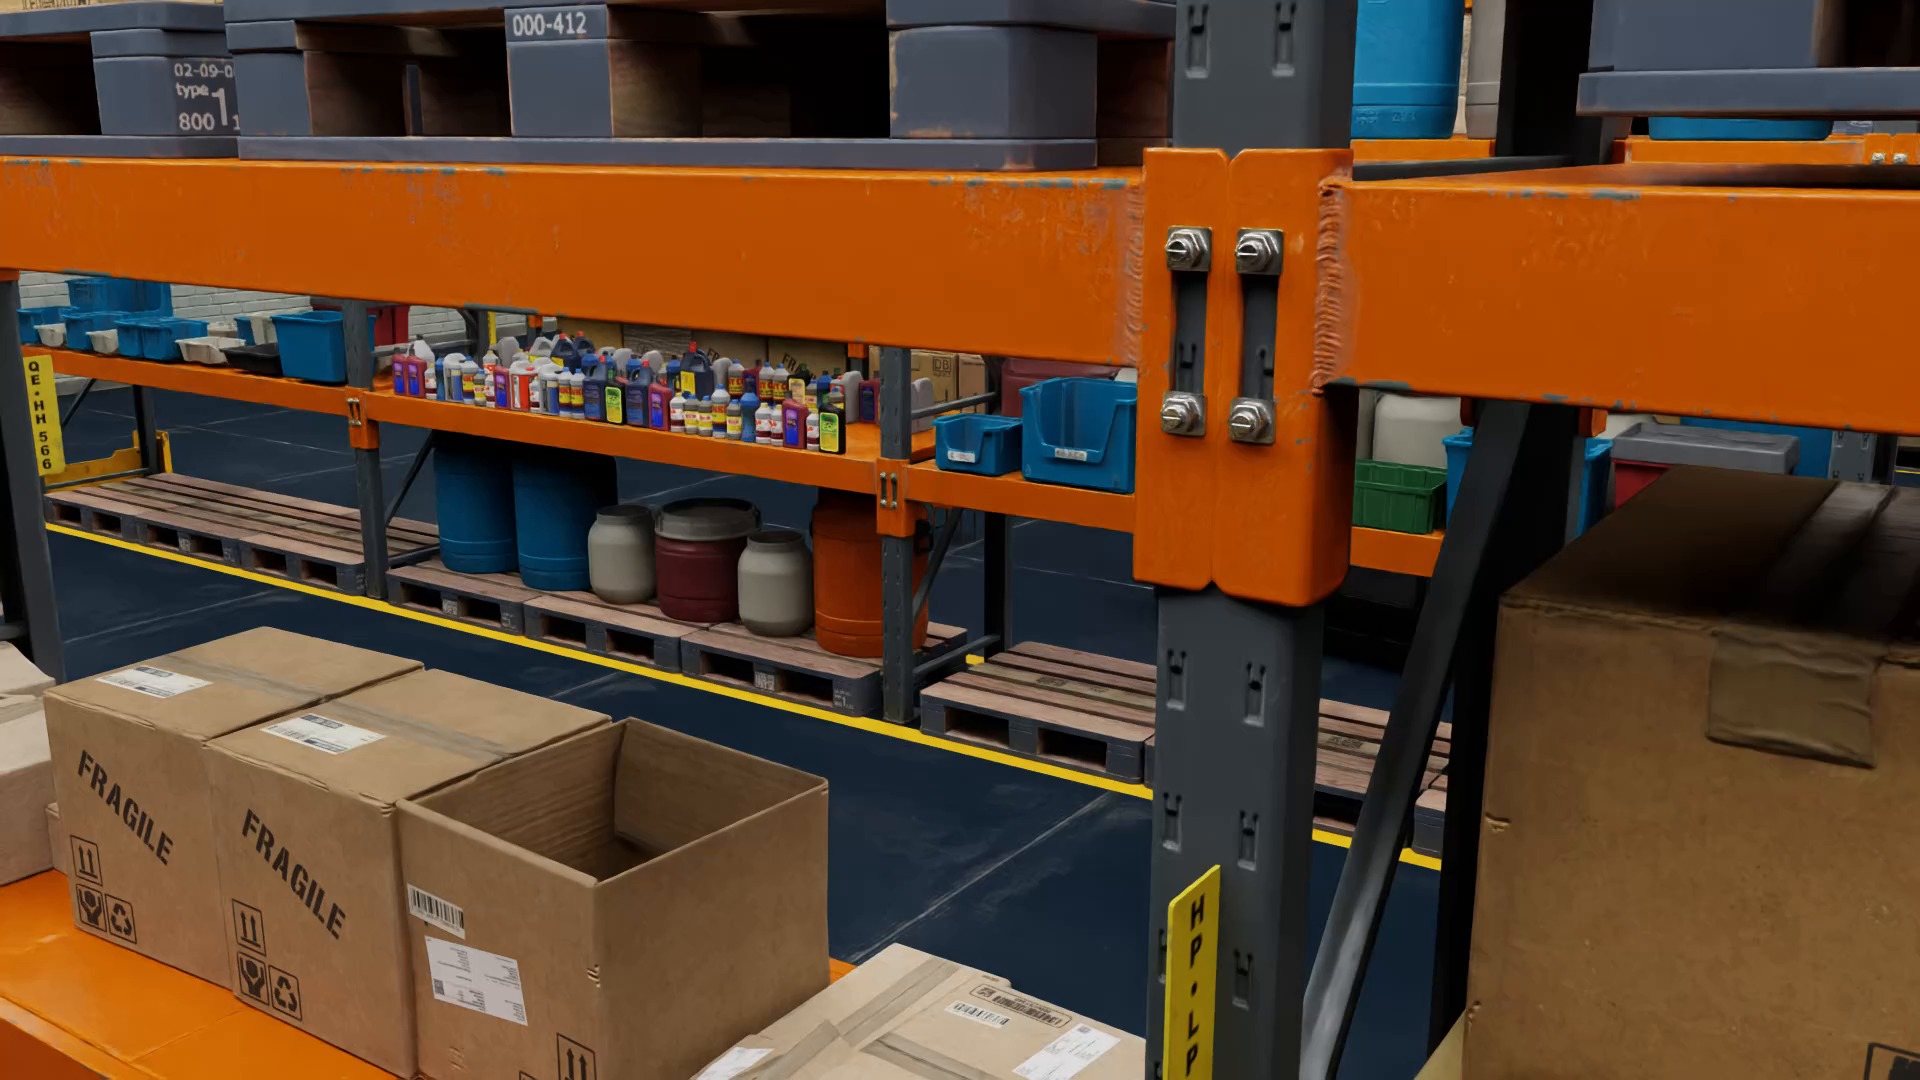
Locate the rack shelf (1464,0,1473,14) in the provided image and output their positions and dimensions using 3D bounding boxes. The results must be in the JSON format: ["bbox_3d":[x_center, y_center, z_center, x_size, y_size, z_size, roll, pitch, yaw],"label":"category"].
[{"bbox_3d":[3.907,-5.252,16.644,4.000,0.370,1.077,9,17,33],"label":"rack shelf"}]

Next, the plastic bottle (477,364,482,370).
[{"bbox_3d":[-2.840,-0.933,9.762,0.097,0.201,0.097,0,14,0],"label":"plastic bottle"}]

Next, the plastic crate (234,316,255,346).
[{"bbox_3d":[-4.841,-1.449,11.658,0.300,0.233,0.416,9,17,33],"label":"plastic crate"}]

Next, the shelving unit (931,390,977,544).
[{"bbox_3d":[-0.044,-0.517,11.726,0.252,1.050,0.215,9,17,33],"label":"shelving unit"}]

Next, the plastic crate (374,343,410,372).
[{"bbox_3d":[-3.676,-1.181,10.775,0.243,0.136,0.396,9,17,33],"label":"plastic crate"}]

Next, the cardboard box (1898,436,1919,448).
[{"bbox_3d":[8.320,-1.256,14.463,0.750,0.750,1.050,9,17,33],"label":"cardboard box"}]

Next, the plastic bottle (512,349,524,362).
[{"bbox_3d":[-2.750,-1.094,10.414,0.097,0.201,0.097,0,14,0],"label":"plastic bottle"}]

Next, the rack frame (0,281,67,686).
[{"bbox_3d":[-2.819,0.335,4.226,0.053,2.616,0.949,9,17,33],"label":"rack frame"}]

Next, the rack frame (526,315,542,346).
[{"bbox_3d":[-3.924,-2.713,16.540,0.127,3.000,1.000,9,17,33],"label":"rack frame"}]

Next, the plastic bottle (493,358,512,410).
[{"bbox_3d":[-2.566,-0.879,9.374,0.133,0.283,0.061,9,17,33],"label":"plastic bottle"}]

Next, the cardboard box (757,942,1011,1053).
[{"bbox_3d":[-0.120,0.833,2.737,0.250,0.149,0.380,9,17,33],"label":"cardboard box"}]

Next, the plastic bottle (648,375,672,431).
[{"bbox_3d":[-1.572,-0.718,8.725,0.133,0.283,0.061,9,17,33],"label":"plastic bottle"}]

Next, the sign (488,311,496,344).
[{"bbox_3d":[-3.061,-1.433,10.792,0.005,0.325,0.100,9,17,33],"label":"sign"}]

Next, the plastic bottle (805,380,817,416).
[{"bbox_3d":[-0.804,-0.780,9.143,0.097,0.201,0.097,0,14,0],"label":"plastic bottle"}]

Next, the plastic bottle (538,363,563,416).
[{"bbox_3d":[-2.237,-0.835,9.214,0.135,0.276,0.152,9,17,33],"label":"plastic bottle"}]

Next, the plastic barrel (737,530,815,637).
[{"bbox_3d":[-0.984,0.231,8.950,0.421,0.512,0.421,0,14,0],"label":"plastic barrel"}]

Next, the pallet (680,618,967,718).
[{"bbox_3d":[-0.727,0.604,8.945,1.213,0.211,1.003,9,17,33],"label":"pallet"}]

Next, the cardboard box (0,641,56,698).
[{"bbox_3d":[-2.540,0.435,4.007,0.500,0.311,0.500,10,17,36],"label":"cardboard box"}]

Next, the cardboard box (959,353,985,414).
[{"bbox_3d":[0.679,-1.147,13.764,0.875,0.875,1.225,9,16,31],"label":"cardboard box"}]

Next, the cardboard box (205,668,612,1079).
[{"bbox_3d":[-0.979,0.578,3.036,0.500,0.500,0.500,9,17,33],"label":"cardboard box"}]

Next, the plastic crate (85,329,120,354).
[{"bbox_3d":[-5.884,-1.377,11.568,0.298,0.136,0.250,9,17,33],"label":"plastic crate"}]

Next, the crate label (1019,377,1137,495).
[{"bbox_3d":[0.623,-0.483,7.456,0.616,0.435,0.502,9,17,33],"label":"crate label"}]

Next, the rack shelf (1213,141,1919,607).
[{"bbox_3d":[2.161,0.032,0.705,4.000,0.370,1.077,9,17,33],"label":"rack shelf"}]

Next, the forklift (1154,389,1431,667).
[{"bbox_3d":[2.599,-0.840,9.118,3.031,2.935,1.130,13,19,41],"label":"forklift"}]

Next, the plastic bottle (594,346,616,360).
[{"bbox_3d":[-2.140,-1.024,9.974,0.135,0.276,0.152,9,17,33],"label":"plastic bottle"}]

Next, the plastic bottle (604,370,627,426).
[{"bbox_3d":[-1.836,-0.761,8.898,0.133,0.283,0.061,9,17,33],"label":"plastic bottle"}]

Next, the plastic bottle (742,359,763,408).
[{"bbox_3d":[-1.162,-0.882,9.388,0.133,0.283,0.061,9,17,33],"label":"plastic bottle"}]

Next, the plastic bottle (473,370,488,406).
[{"bbox_3d":[-2.732,-0.871,9.514,0.097,0.201,0.097,0,14,0],"label":"plastic bottle"}]

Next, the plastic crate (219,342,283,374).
[{"bbox_3d":[-4.448,-1.181,10.800,0.590,0.125,0.437,9,17,33],"label":"plastic crate"}]

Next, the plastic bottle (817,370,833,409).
[{"bbox_3d":[-0.727,-0.783,9.013,0.097,0.271,0.097,0,14,0],"label":"plastic bottle"}]

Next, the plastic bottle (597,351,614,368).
[{"bbox_3d":[-2.083,-0.976,9.791,0.097,0.271,0.097,0,14,0],"label":"plastic bottle"}]

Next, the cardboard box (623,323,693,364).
[{"bbox_3d":[-2.593,-1.693,15.970,0.875,0.875,0.875,9,17,33],"label":"cardboard box"}]

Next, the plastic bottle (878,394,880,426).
[{"bbox_3d":[-0.390,-0.713,8.873,0.097,0.201,0.097,0,14,0],"label":"plastic bottle"}]

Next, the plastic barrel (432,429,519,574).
[{"bbox_3d":[-2.927,-0.298,10.277,0.708,0.901,0.600,9,17,33],"label":"plastic barrel"}]

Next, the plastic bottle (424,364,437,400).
[{"bbox_3d":[-3.086,-0.929,9.745,0.097,0.201,0.097,0,14,0],"label":"plastic bottle"}]

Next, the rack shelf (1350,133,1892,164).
[{"bbox_3d":[1.610,-1.491,6.859,4.000,0.370,1.077,9,17,33],"label":"rack shelf"}]

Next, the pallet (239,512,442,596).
[{"bbox_3d":[-4.001,0.074,11.086,1.213,0.211,1.003,9,17,33],"label":"pallet"}]

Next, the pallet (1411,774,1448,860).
[{"bbox_3d":[2.596,1.140,6.779,1.213,0.211,1.003,9,17,33],"label":"pallet"}]

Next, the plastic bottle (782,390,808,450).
[{"bbox_3d":[-0.815,-0.596,8.231,0.133,0.283,0.061,9,17,33],"label":"plastic bottle"}]

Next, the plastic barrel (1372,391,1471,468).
[{"bbox_3d":[1.989,-0.452,7.126,0.433,0.535,0.433,0,14,0],"label":"plastic barrel"}]

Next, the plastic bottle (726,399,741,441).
[{"bbox_3d":[-1.143,-0.614,8.477,0.097,0.201,0.097,0,14,0],"label":"plastic bottle"}]

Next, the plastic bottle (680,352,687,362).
[{"bbox_3d":[-1.619,-0.956,9.686,0.133,0.283,0.061,9,17,33],"label":"plastic bottle"}]

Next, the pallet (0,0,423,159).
[{"bbox_3d":[-1.275,-0.807,2.992,1.213,0.211,1.003,10,17,35],"label":"pallet"}]

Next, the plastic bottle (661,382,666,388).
[{"bbox_3d":[-1.645,-0.772,8.942,0.133,0.283,0.061,9,17,33],"label":"plastic bottle"}]

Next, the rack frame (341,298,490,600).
[{"bbox_3d":[-3.369,-1.189,10.384,0.127,3.000,1.000,9,17,33],"label":"rack frame"}]

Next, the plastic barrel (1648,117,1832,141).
[{"bbox_3d":[2.726,-1.840,5.730,0.708,0.901,0.600,9,17,33],"label":"plastic barrel"}]

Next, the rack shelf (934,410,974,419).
[{"bbox_3d":[-0.044,-0.782,11.660,0.240,0.259,0.215,9,17,33],"label":"rack shelf"}]
